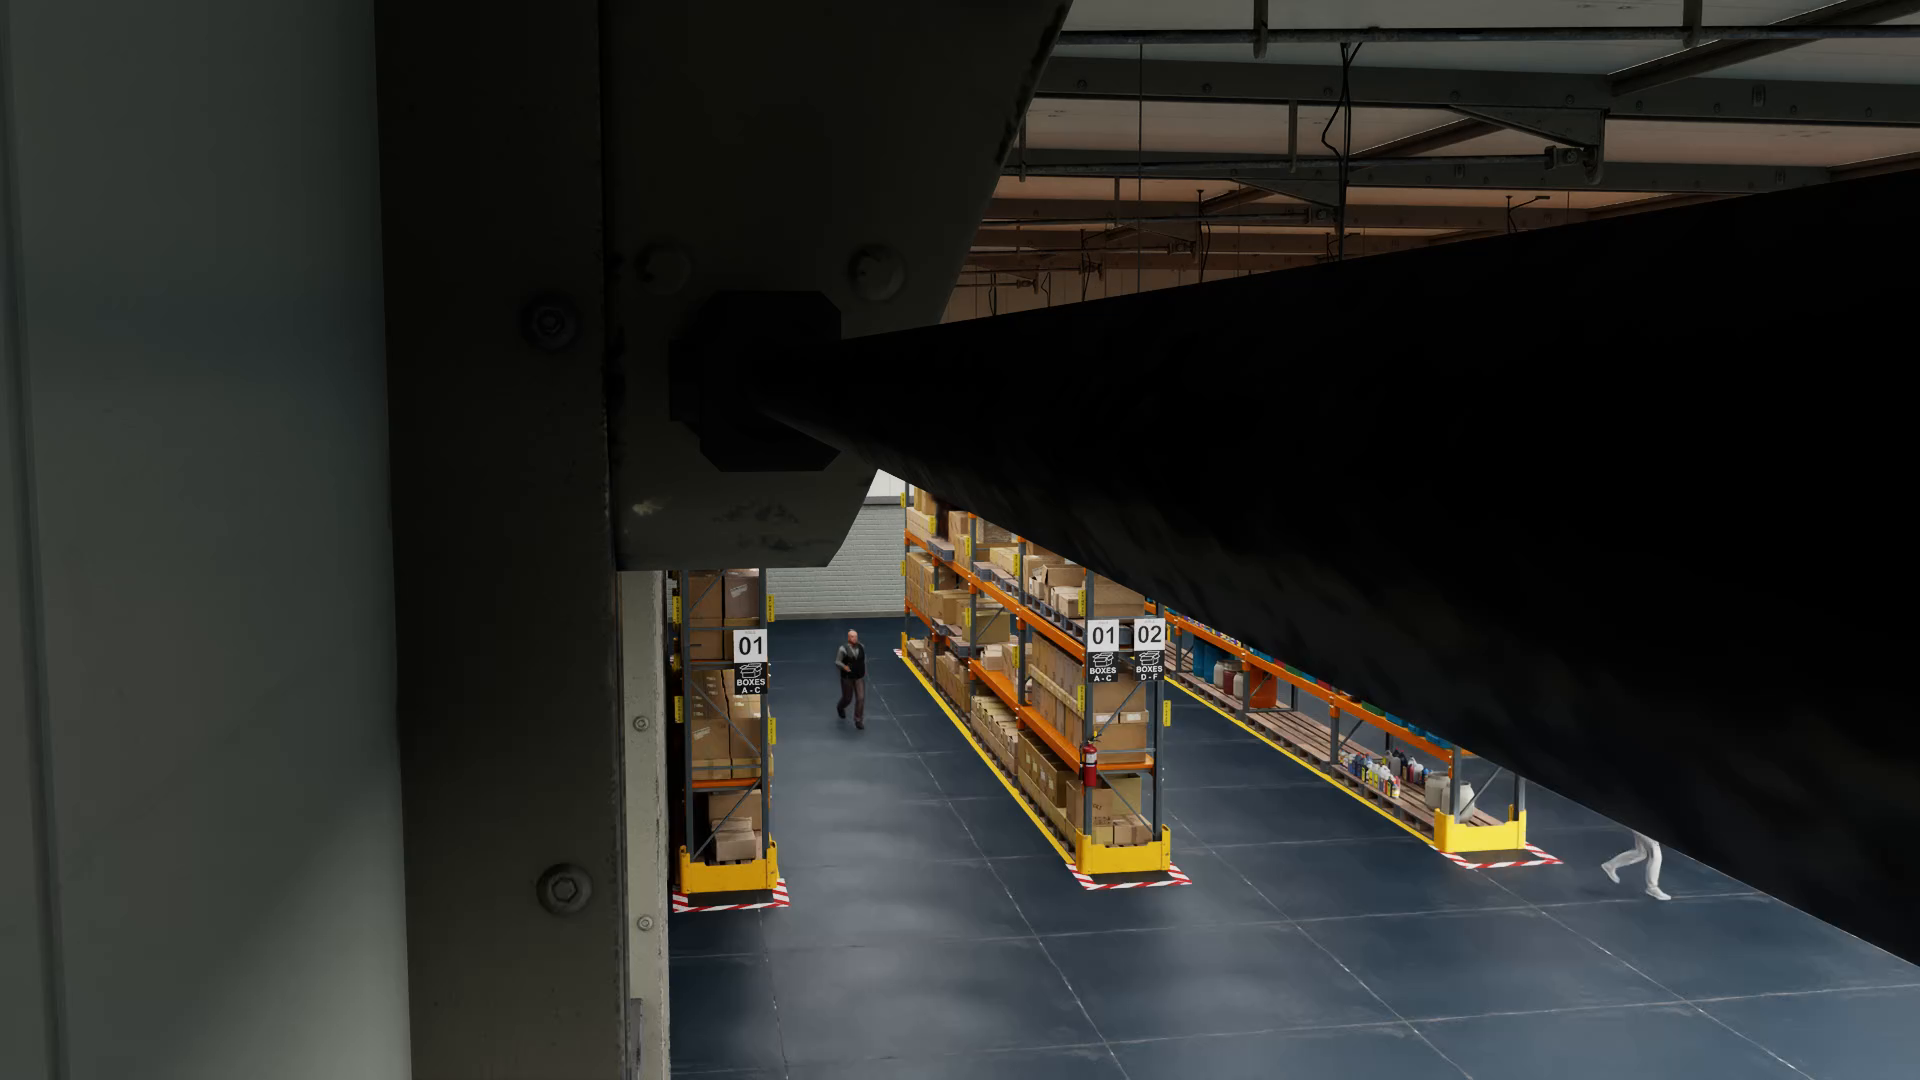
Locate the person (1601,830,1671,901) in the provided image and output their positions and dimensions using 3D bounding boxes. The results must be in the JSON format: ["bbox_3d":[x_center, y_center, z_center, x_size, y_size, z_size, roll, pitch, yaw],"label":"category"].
[{"bbox_3d":[8.137,3.425,19.957,0.804,1.709,0.614,4,7,31],"label":"person"}]

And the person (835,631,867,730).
[{"bbox_3d":[-1.916,2.434,29.374,0.646,1.712,0.927,-3,6,-23],"label":"person"}]
